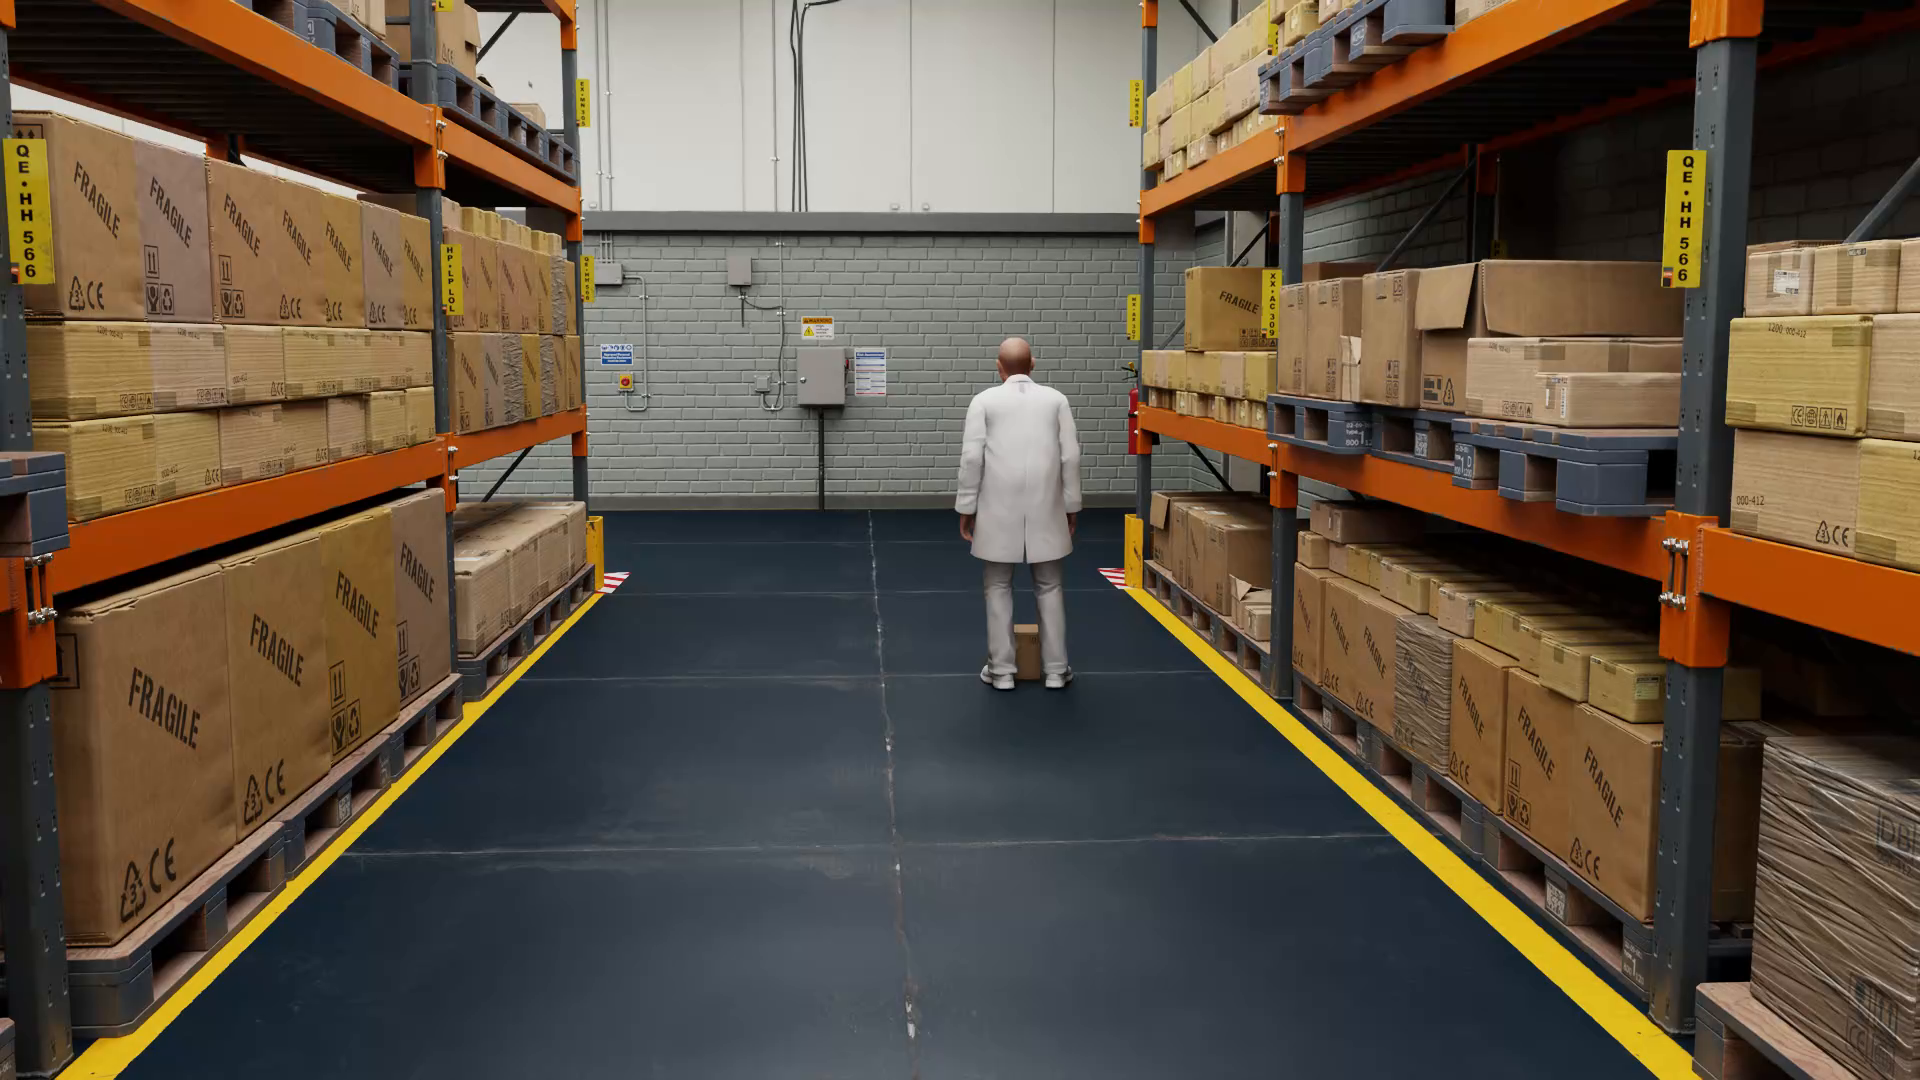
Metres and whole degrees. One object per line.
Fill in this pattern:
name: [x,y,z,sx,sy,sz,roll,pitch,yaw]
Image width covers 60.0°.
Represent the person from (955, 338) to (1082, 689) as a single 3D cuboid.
person: [0.301,-0.137,8.463,0.656,1.775,0.418,-1,7,-6]
